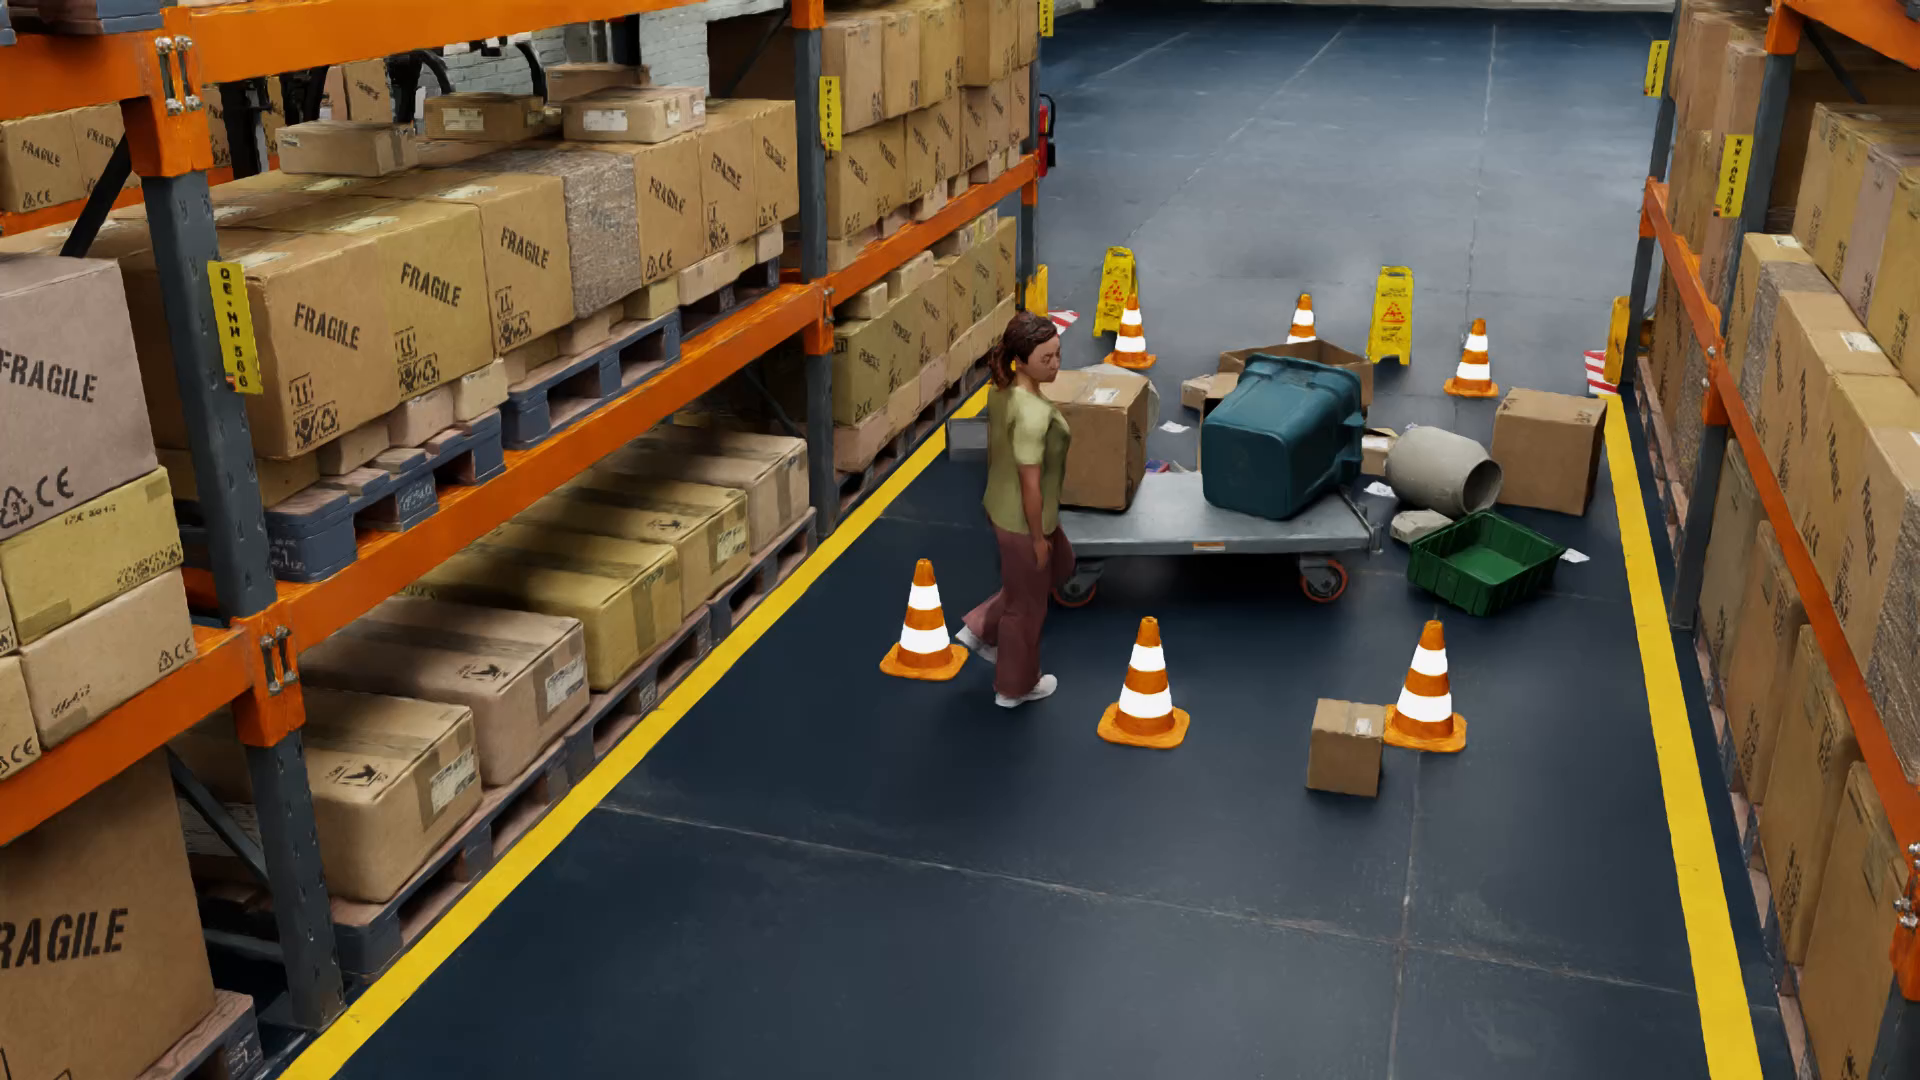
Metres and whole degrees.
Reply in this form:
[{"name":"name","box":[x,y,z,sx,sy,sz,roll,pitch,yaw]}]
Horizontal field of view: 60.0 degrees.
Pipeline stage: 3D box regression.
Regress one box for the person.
[{"name":"person","box":[0.267,-0.086,6.323,0.476,1.663,0.594,-7,23,-17]}]
